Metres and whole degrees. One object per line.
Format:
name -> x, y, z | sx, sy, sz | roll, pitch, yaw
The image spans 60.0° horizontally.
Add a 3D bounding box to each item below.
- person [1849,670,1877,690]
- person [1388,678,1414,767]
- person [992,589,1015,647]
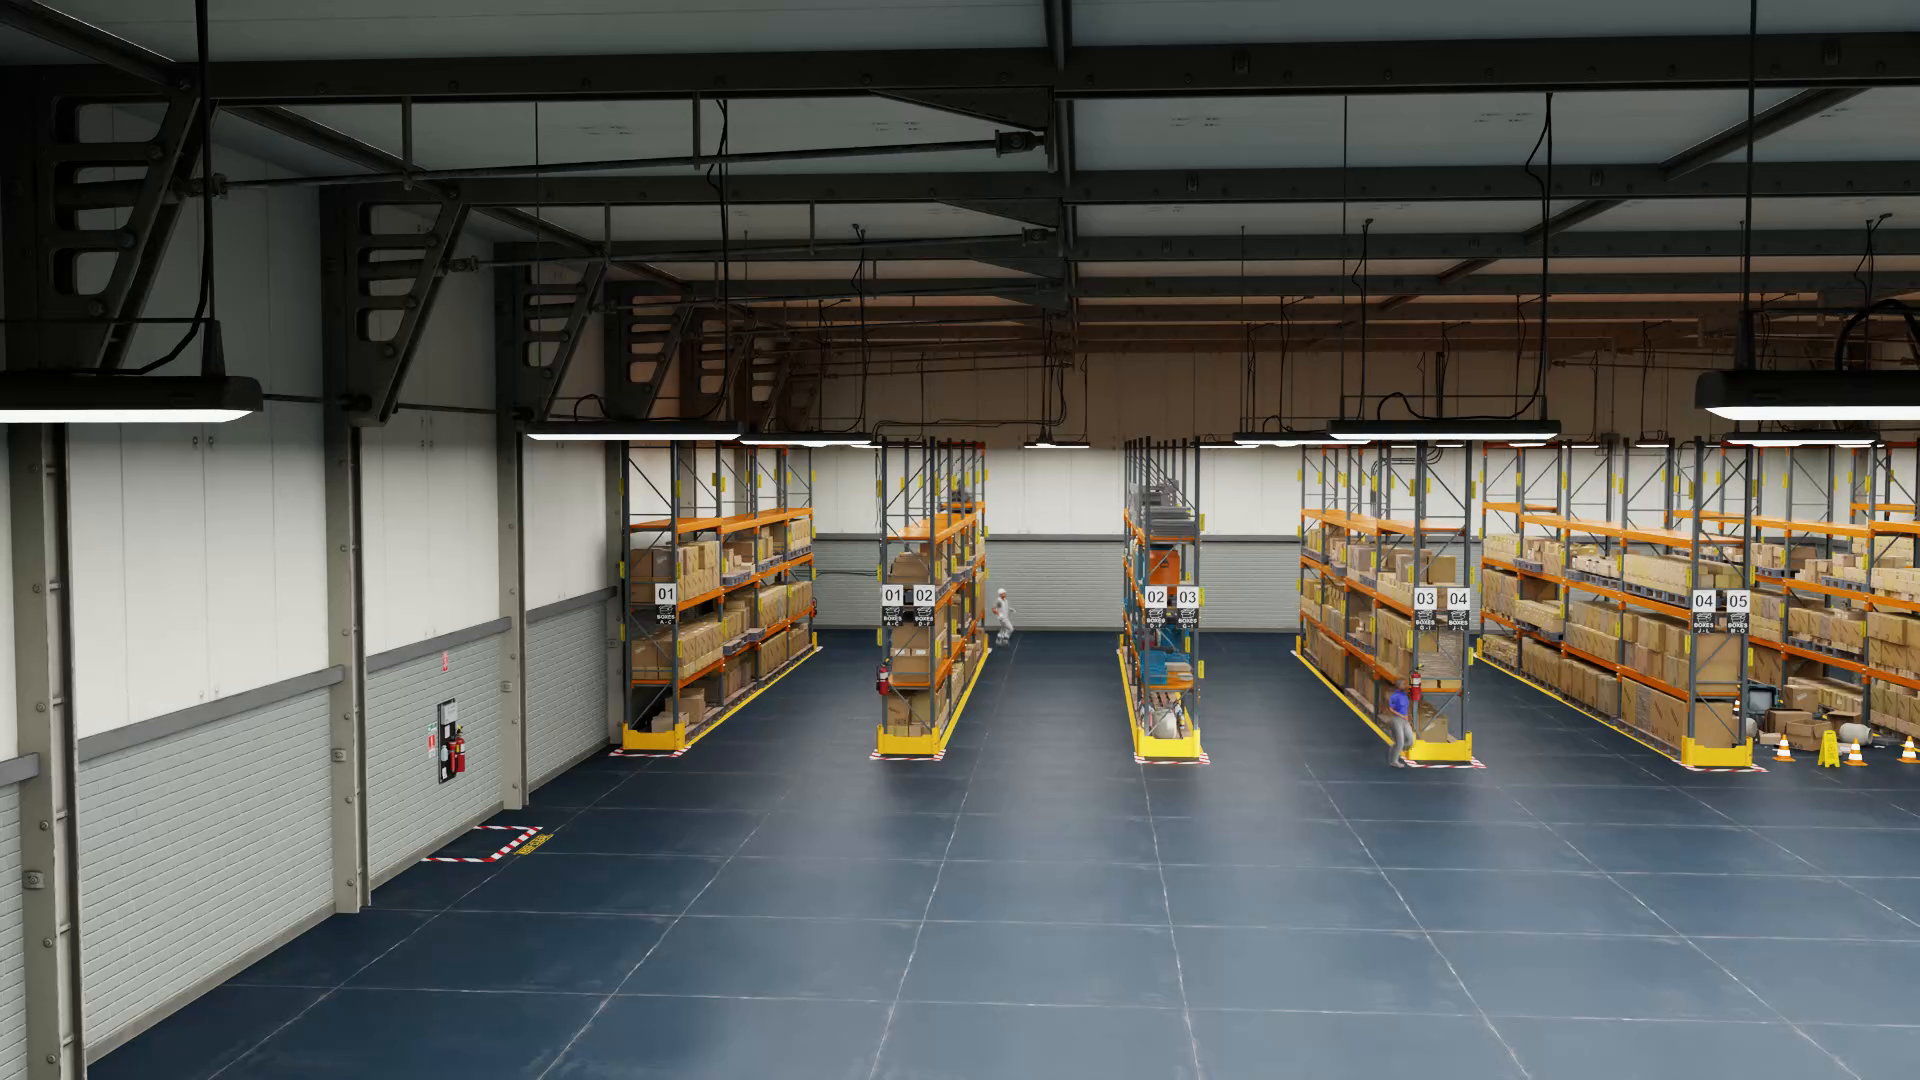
person -> 20.950, 2.765, 38.622 | 0.692, 1.796, 0.889 | 0, 3, 7
person -> 7.962, 3.305, 30.059 | 0.578, 1.619, 0.546 | -3, 4, -44
person -> 1.287, 2.295, 48.523 | 0.631, 1.776, 0.742 | 1, 3, 15
